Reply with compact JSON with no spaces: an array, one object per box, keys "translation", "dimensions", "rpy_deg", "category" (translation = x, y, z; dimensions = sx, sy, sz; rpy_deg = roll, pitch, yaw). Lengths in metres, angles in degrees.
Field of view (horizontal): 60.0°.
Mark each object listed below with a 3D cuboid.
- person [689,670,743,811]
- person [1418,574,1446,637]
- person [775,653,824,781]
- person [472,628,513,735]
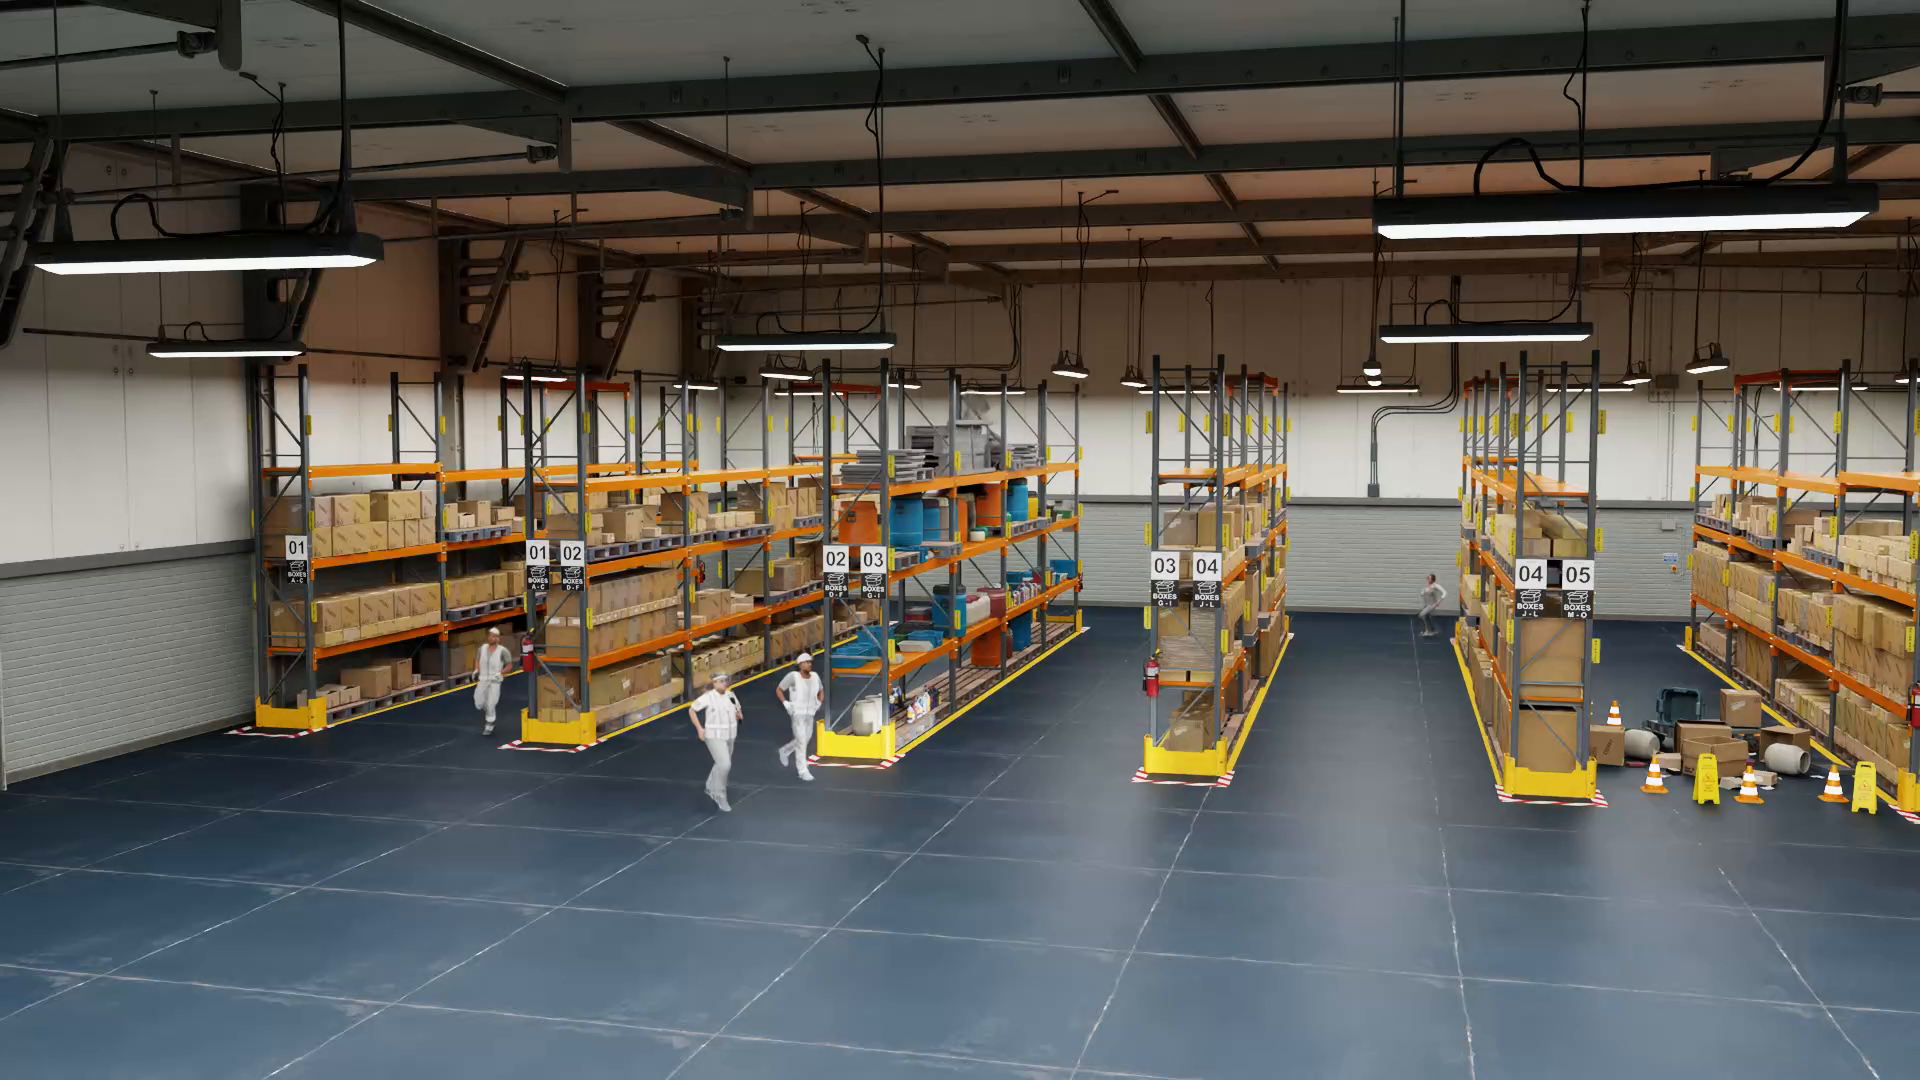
[{"translation":[-3.139,2.624,21.817],"dimensions":[0.781,1.856,0.637],"rpy_deg":[3,5,39],"category":"person"},{"translation":[11.086,1.547,39.163],"dimensions":[0.650,1.533,0.676],"rpy_deg":[-1,4,-20],"category":"person"},{"translation":[-2.270,2.499,23.831],"dimensions":[0.721,1.776,0.901],"rpy_deg":[-3,5,-39],"category":"person"},{"translation":[-7.574,2.289,26.947],"dimensions":[0.648,1.731,0.580],"rpy_deg":[0,4,3],"category":"person"}]
